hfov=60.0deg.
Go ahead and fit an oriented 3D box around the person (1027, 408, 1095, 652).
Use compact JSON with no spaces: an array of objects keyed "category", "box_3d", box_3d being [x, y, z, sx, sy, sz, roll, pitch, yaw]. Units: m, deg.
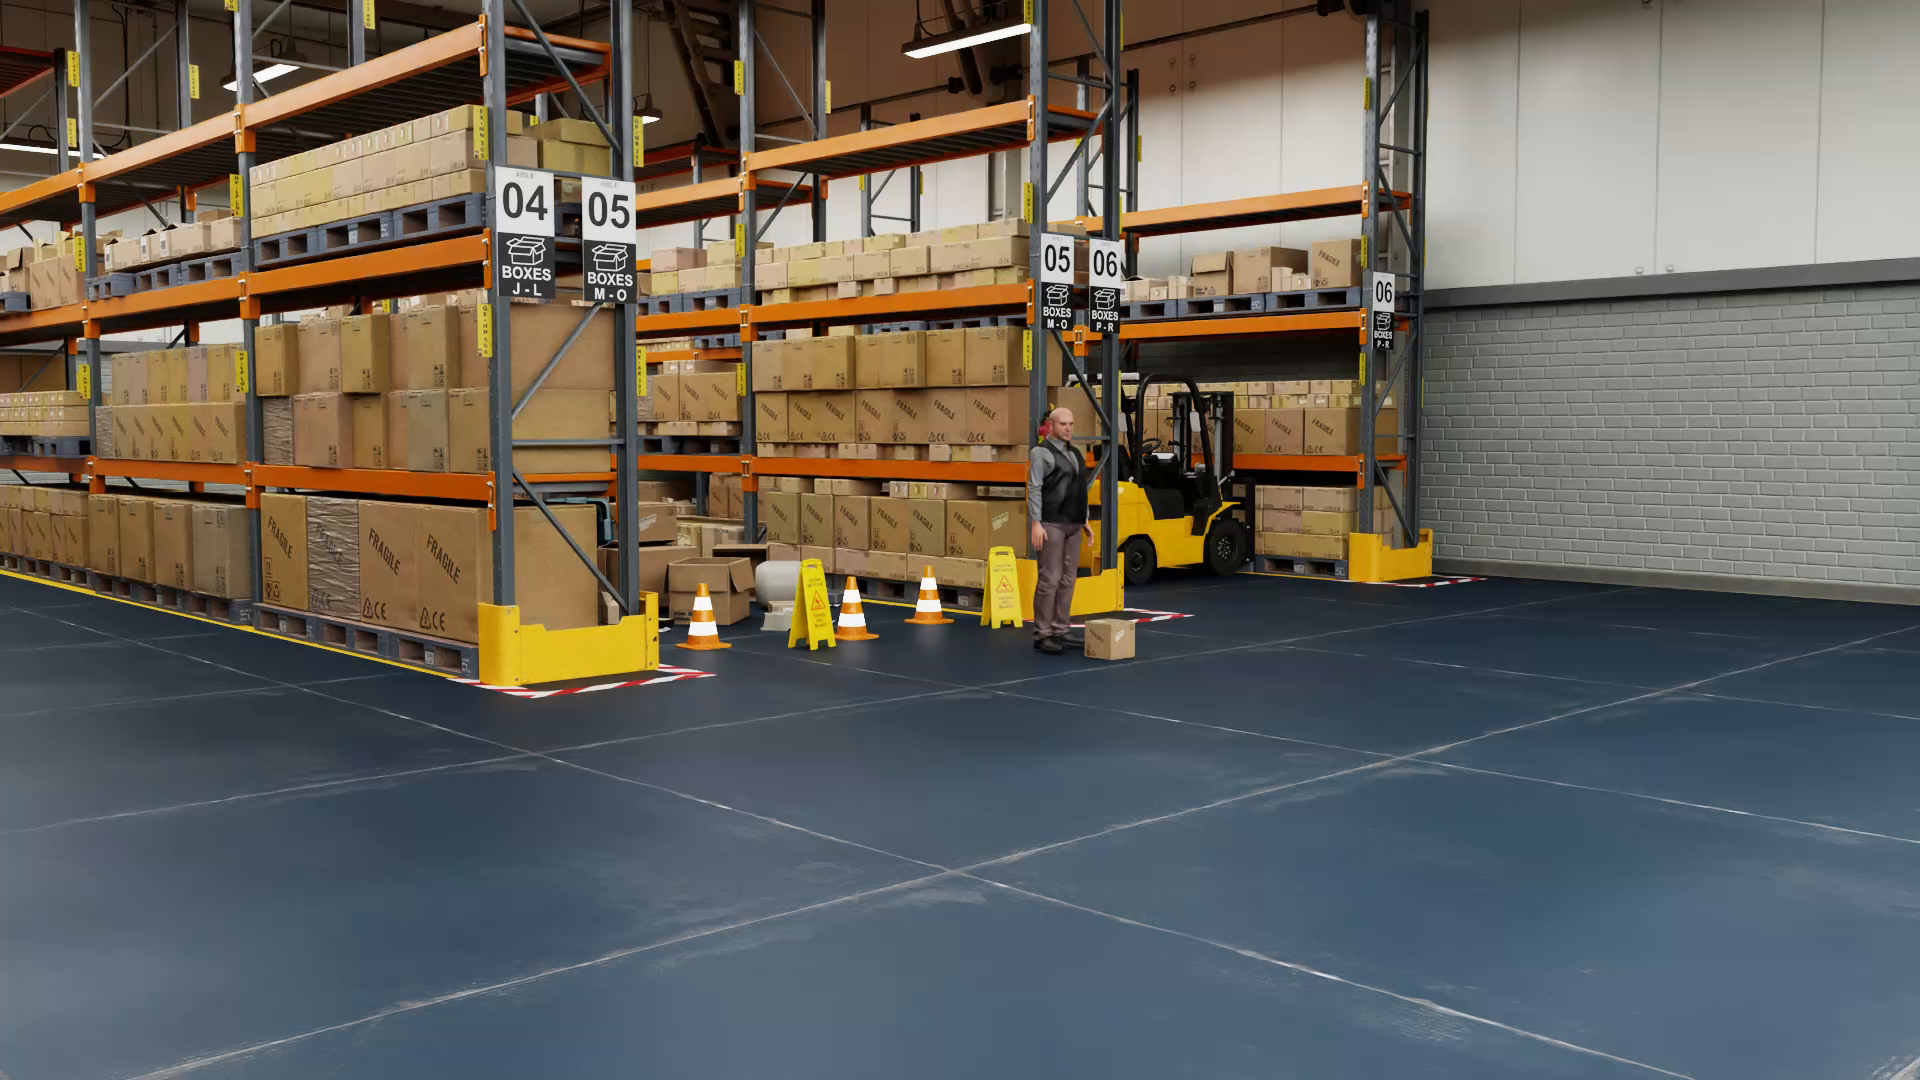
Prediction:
[{"category":"person","box_3d":[0.715,-0.084,11.917,0.357,1.726,0.558,3,5,39]}]
